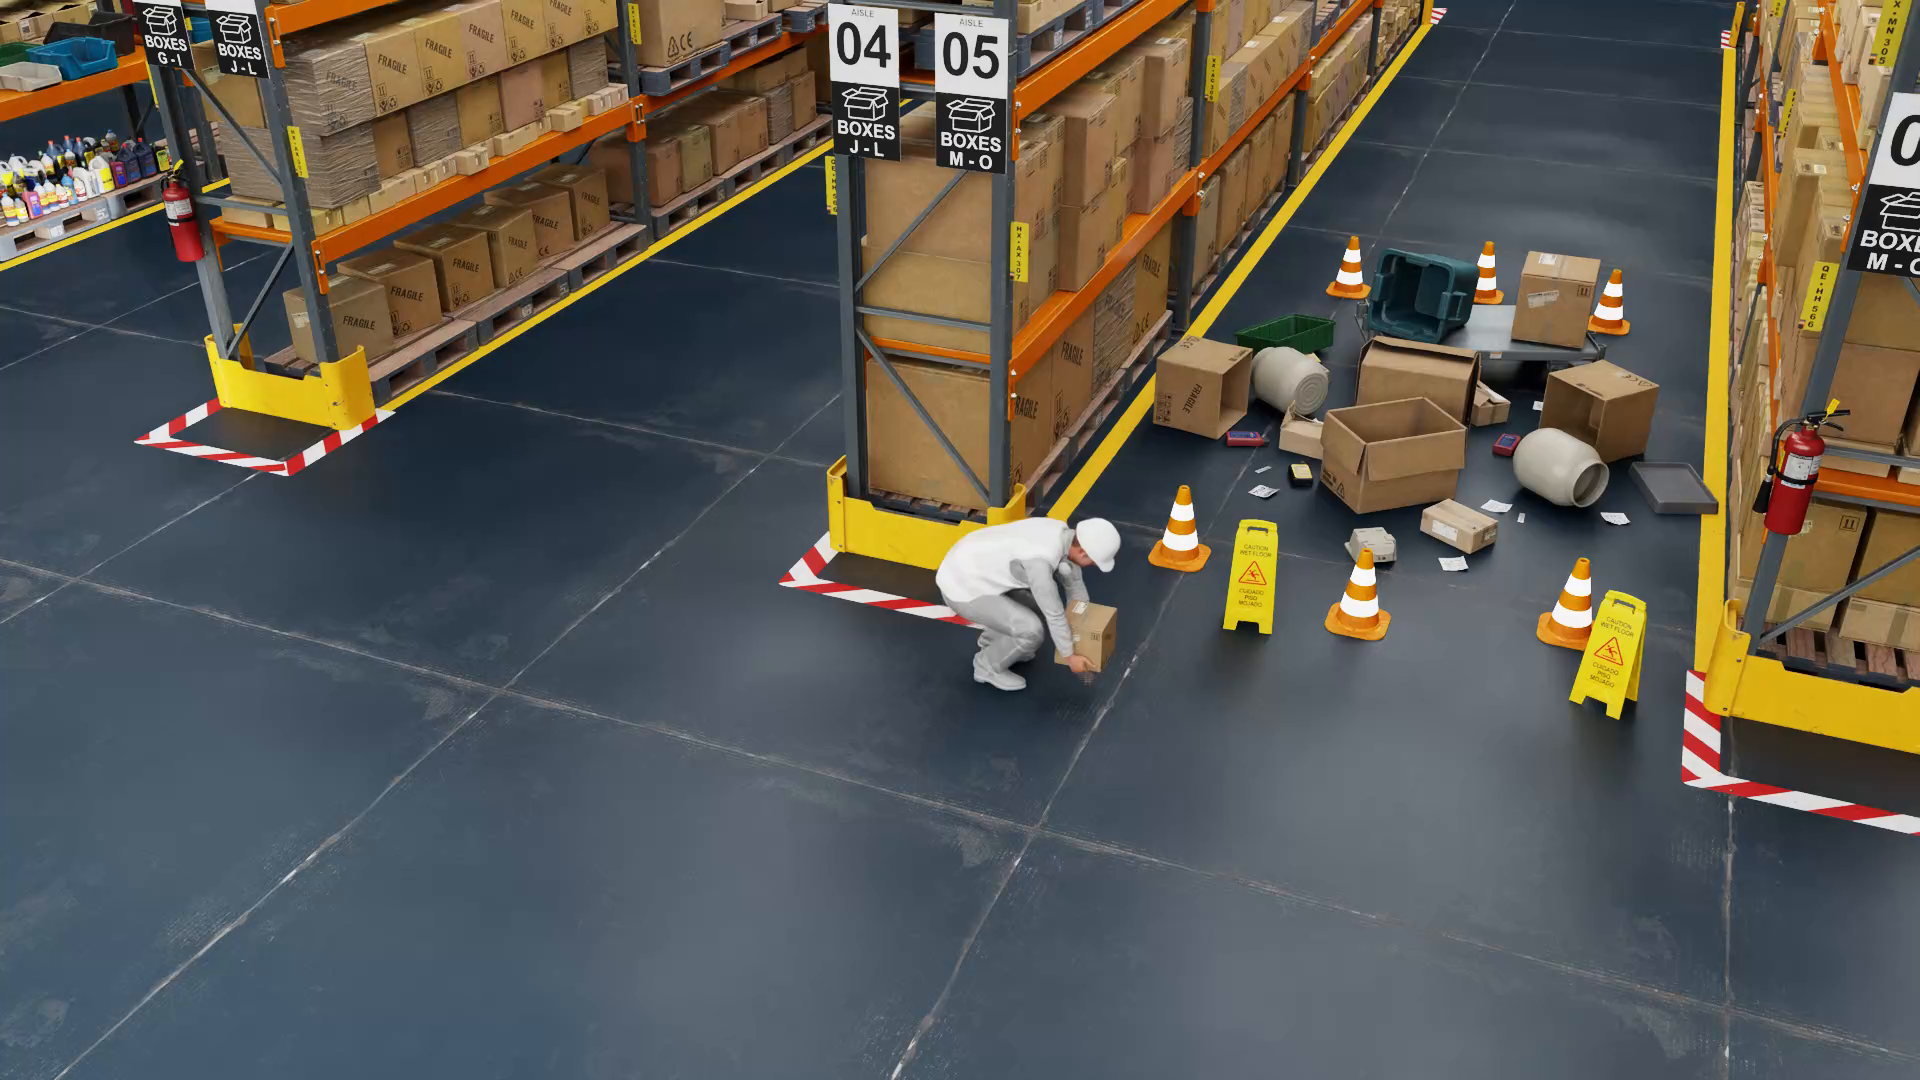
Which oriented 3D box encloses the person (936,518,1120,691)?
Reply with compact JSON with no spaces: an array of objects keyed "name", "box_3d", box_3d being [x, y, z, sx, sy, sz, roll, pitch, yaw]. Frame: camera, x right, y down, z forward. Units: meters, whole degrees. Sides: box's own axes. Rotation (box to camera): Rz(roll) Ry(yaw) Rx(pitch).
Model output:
[{"name":"person","box_3d":[0.353,0.287,8.664,0.934,0.997,0.500,10,31,18]}]
